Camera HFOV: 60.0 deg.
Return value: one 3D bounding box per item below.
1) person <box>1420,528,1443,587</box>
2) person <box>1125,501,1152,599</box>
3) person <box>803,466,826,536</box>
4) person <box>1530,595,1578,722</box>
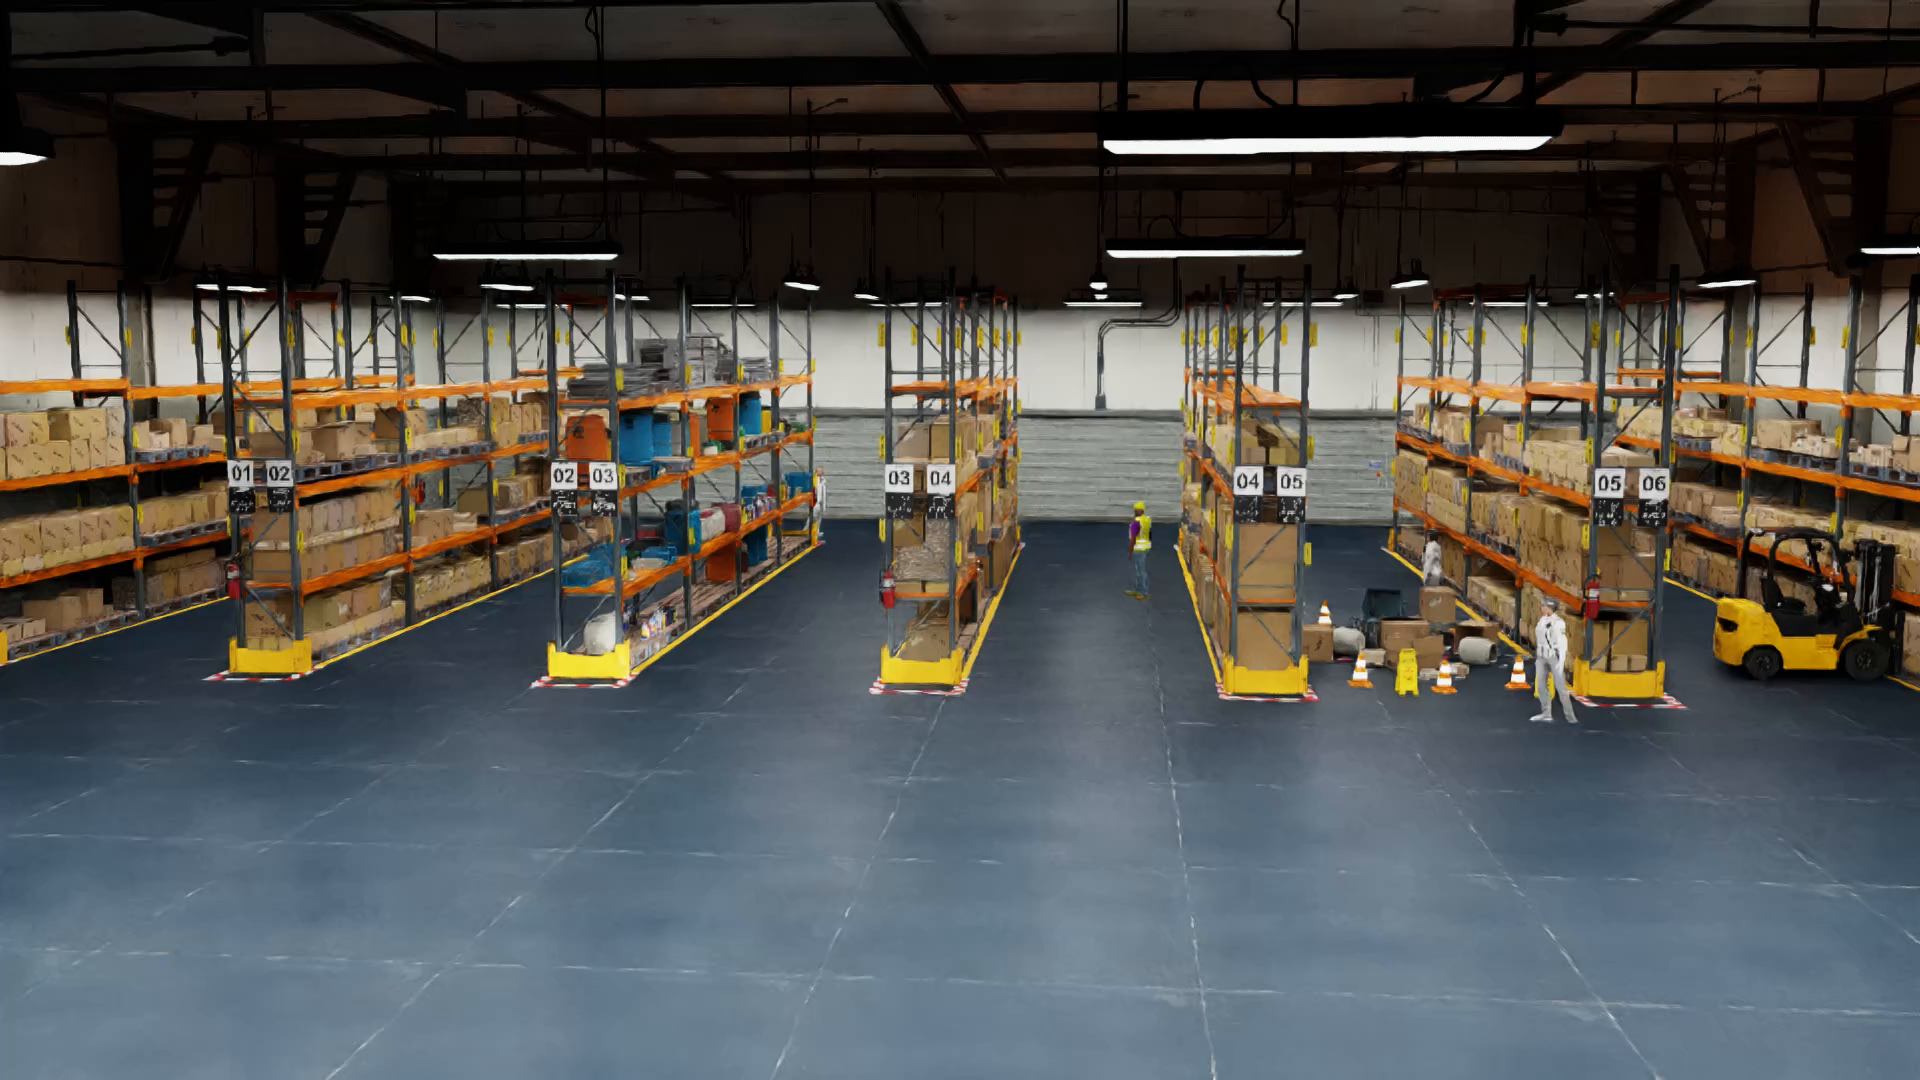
[{"bbox_3d":[8.251,0.623,29.184,0.537,1.665,0.572,4,8,30],"label":"person"},{"bbox_3d":[3.238,0.166,30.183,0.595,1.763,0.685,4,8,30],"label":"person"},{"bbox_3d":[-3.663,-0.955,42.007,0.532,1.702,0.759,5,8,35],"label":"person"},{"bbox_3d":[7.791,1.554,21.763,0.524,1.662,0.571,-3,7,-20],"label":"person"}]
